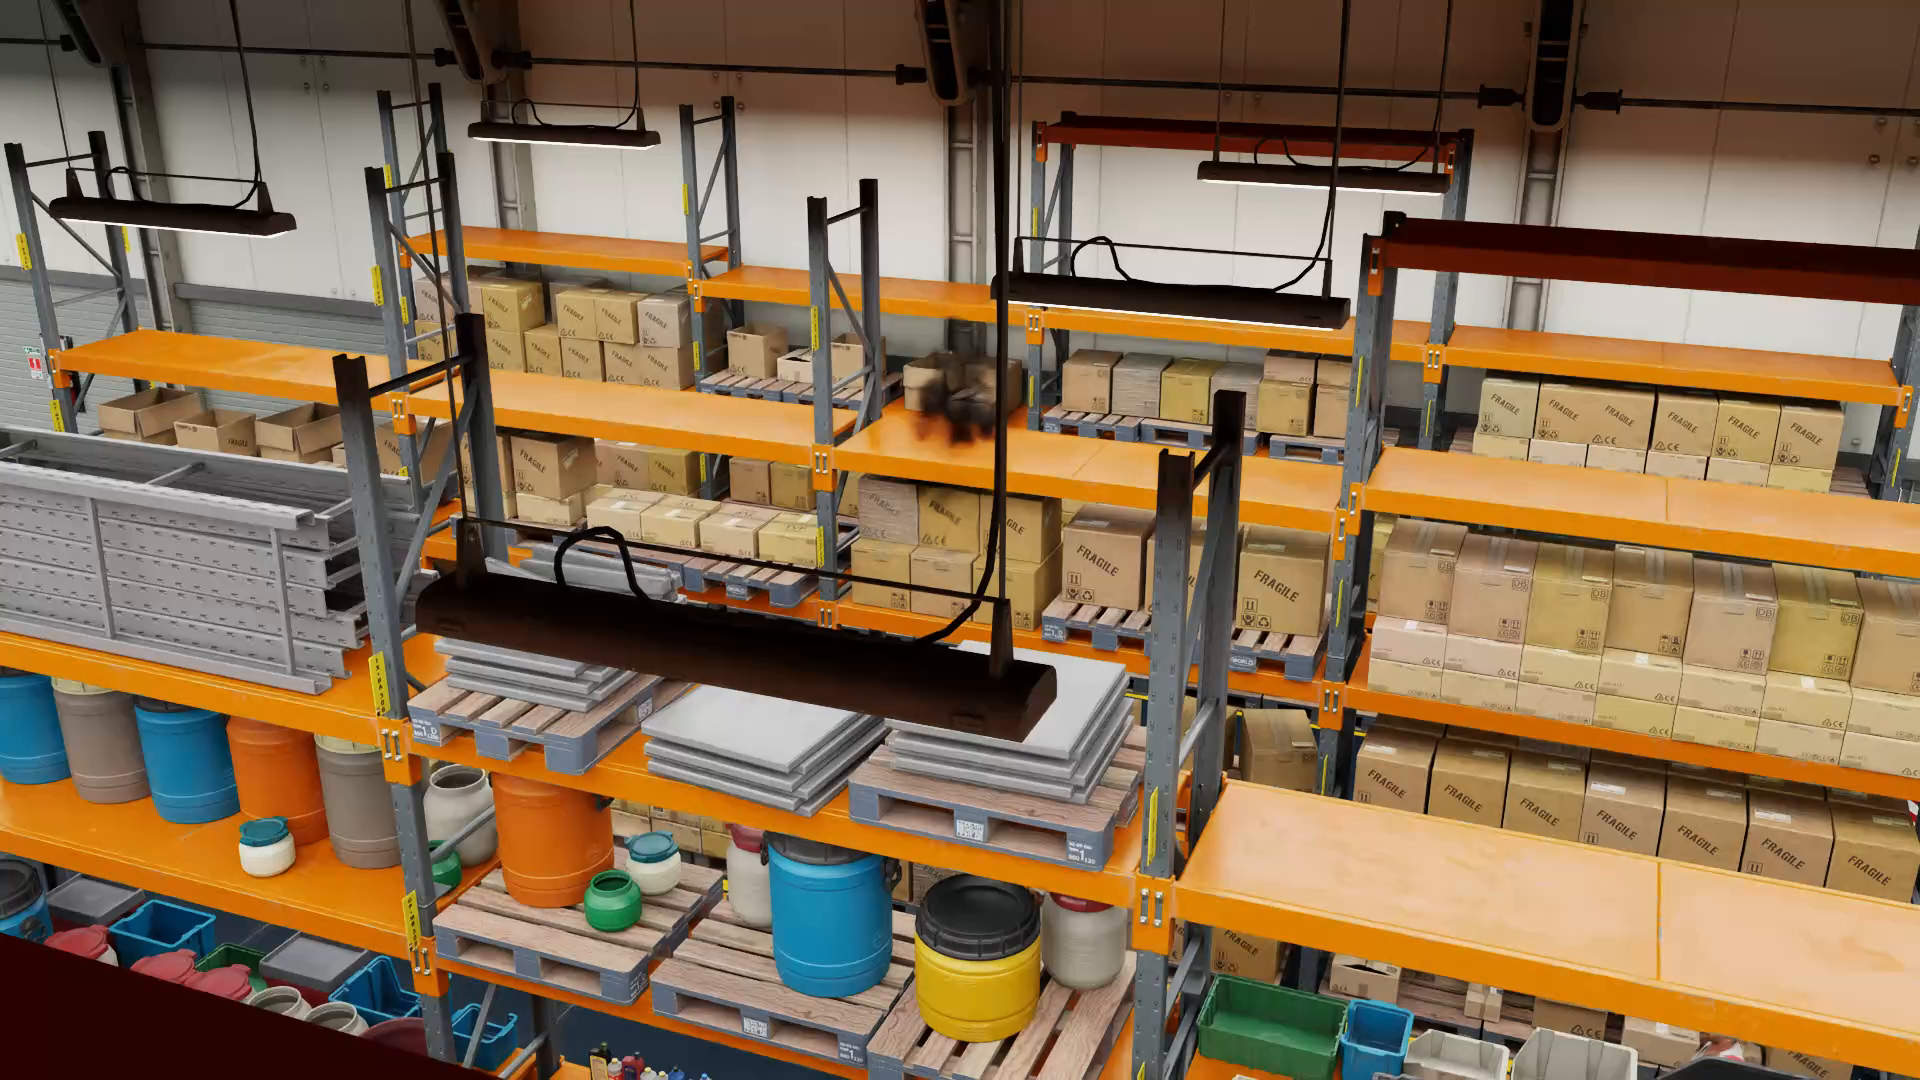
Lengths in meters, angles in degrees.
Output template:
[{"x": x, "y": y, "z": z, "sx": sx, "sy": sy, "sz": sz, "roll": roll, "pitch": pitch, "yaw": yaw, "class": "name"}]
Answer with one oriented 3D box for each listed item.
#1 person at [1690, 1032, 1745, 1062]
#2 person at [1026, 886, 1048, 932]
[{"x": 4.614, "y": 3.651, "z": 10.366, "sx": 0.576, "sy": 1.725, "sz": 0.666, "roll": 8, "pitch": 22, "yaw": 21, "class": "person"}, {"x": 0.552, "y": 3.039, "z": 11.349, "sx": 0.686, "sy": 1.786, "sz": 0.590, "roll": 7, "pitch": 22, "yaw": 18, "class": "person"}]
